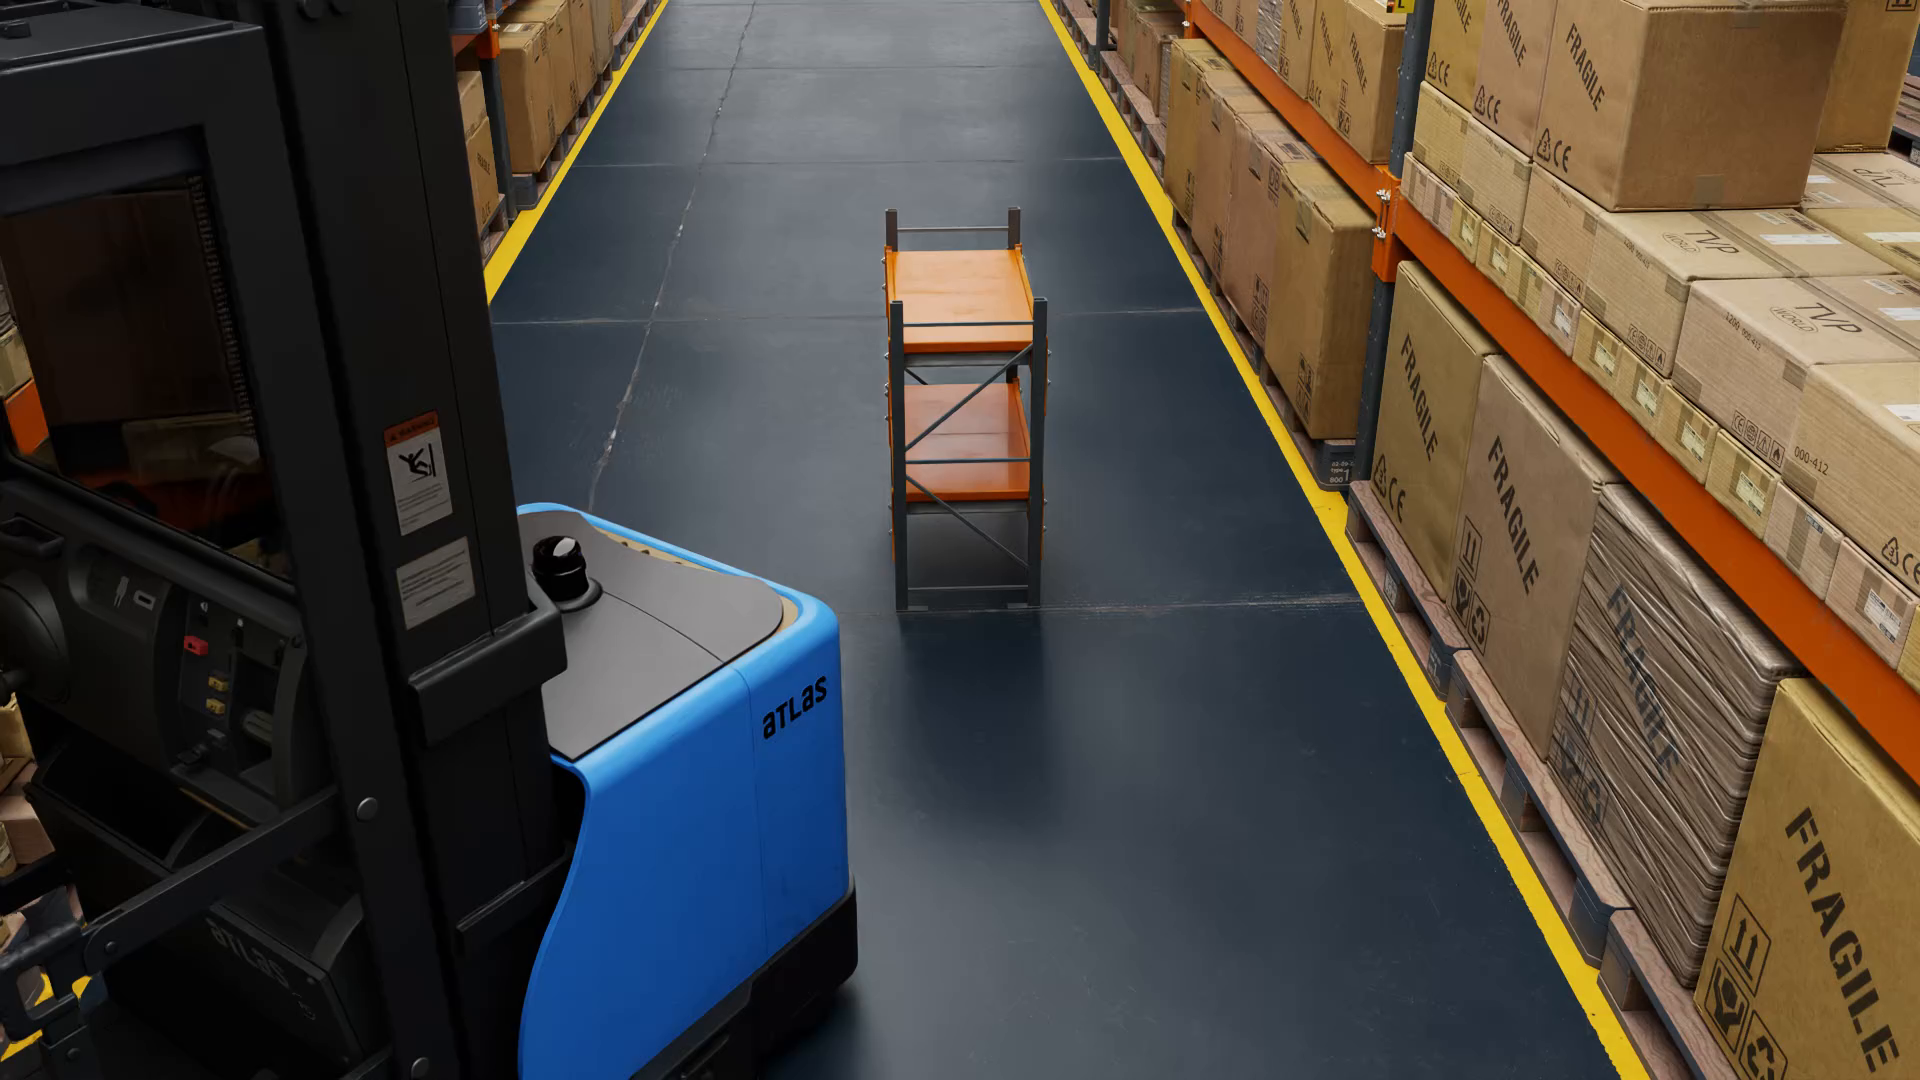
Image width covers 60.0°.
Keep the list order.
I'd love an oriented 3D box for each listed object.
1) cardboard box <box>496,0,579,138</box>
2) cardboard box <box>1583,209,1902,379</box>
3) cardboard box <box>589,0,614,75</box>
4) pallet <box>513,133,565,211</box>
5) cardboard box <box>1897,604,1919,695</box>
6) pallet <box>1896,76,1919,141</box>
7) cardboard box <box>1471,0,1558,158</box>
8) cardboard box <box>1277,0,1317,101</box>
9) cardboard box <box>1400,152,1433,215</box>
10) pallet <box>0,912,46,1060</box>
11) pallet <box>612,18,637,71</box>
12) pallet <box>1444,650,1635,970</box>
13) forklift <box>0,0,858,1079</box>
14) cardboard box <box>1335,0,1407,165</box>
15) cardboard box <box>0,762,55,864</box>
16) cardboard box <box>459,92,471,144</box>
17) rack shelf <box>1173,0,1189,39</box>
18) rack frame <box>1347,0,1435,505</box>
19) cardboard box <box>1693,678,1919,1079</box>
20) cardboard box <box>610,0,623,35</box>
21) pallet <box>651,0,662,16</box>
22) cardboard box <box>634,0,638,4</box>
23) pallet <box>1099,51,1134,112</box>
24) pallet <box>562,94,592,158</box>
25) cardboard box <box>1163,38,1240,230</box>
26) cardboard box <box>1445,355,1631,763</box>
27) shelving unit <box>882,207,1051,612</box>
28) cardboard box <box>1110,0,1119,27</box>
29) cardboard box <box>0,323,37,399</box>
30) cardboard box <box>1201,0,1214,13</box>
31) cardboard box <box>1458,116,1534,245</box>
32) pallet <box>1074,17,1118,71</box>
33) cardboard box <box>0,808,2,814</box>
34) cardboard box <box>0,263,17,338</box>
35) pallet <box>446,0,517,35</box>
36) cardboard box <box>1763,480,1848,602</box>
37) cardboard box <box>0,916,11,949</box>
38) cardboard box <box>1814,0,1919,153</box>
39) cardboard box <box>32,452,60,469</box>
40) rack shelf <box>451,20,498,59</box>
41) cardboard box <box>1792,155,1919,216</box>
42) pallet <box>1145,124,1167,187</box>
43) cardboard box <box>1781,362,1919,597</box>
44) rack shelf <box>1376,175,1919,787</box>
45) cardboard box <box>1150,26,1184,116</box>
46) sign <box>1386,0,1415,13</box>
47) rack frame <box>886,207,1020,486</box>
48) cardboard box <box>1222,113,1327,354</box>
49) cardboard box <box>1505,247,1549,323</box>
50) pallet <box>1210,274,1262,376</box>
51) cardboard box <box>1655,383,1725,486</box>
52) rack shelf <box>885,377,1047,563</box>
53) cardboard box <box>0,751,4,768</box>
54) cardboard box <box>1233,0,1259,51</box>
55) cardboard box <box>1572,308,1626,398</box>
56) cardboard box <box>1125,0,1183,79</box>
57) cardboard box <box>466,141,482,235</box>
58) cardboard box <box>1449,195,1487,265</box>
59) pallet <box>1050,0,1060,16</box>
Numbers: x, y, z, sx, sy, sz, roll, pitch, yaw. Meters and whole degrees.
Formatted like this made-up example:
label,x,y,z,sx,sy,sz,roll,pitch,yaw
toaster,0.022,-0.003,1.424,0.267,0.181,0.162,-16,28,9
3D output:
label,x,y,z,sx,sy,sz,roll,pitch,yaw
cardboard box,-3.137,-3.105,10.938,1.050,0.750,0.750,-1,28,-2
cardboard box,1.856,-0.600,3.997,0.500,0.250,0.500,-1,28,-3
cardboard box,-3.232,-3.980,12.617,1.050,0.750,0.750,-2,28,-3
pallet,-3.112,-2.359,10.544,1.003,0.211,1.213,-1,28,-3
cardboard box,1.868,0.227,2.842,0.380,0.149,0.250,-1,28,-2
pallet,6.697,-3.106,11.977,1.003,0.211,1.213,-1,28,-3
cardboard box,1.809,-1.398,4.716,0.500,0.500,0.500,-1,28,-3
cardboard box,1.671,-2.178,7.075,0.500,0.500,0.500,-2,28,-3
cardboard box,1.705,-1.199,5.577,0.380,0.149,0.250,-1,28,-3
pallet,-2.739,1.291,3.547,1.003,0.211,1.213,-1,28,-3
pallet,-3.316,-4.193,14.061,1.003,0.211,1.213,-1,28,-3
pallet,2.050,0.699,4.681,1.003,0.211,1.213,-1,28,-3
forklift,-1.511,0.223,2.654,1.130,2.935,3.031,18,33,31
cardboard box,1.725,-1.709,6.174,0.500,0.500,0.500,-1,28,-2
cardboard box,-2.489,0.707,4.280,0.380,0.149,0.250,-3,28,-5
cardboard box,-2.811,-2.097,8.465,0.500,0.250,0.500,-1,28,-2
rack shelf,1.708,-3.907,11.275,1.077,0.370,4.000,-1,28,-3
rack frame,2.022,-1.455,5.796,1.000,3.000,0.127,-1,28,-3
cardboard box,2.117,0.855,3.211,0.875,0.875,0.875,-1,28,-3
cardboard box,-3.317,-4.612,13.693,0.875,0.875,0.875,-1,28,-2
pallet,-3.443,-5.320,16.221,1.003,0.211,1.213,-1,28,-3
cardboard box,-3.414,-5.450,15.299,0.875,0.875,0.875,-2,28,-3
pallet,1.646,-3.553,12.835,1.003,0.211,1.213,-1,28,-3
pallet,-3.172,-2.921,11.621,1.003,0.211,1.213,-1,28,-3
cardboard box,1.828,-2.227,9.120,1.225,0.875,0.875,-3,28,-5
cardboard box,2.023,0.023,4.805,0.875,0.875,0.875,-1,28,-3
shelving unit,0.000,-0.496,5.984,0.538,1.125,1.048,-1,28,-3
cardboard box,1.586,-4.677,14.223,0.500,0.500,0.500,7,28,14
cardboard box,-2.535,-0.424,4.091,0.380,0.149,0.250,-1,28,-2
cardboard box,1.567,-3.115,8.871,0.500,0.500,0.500,-1,28,-1
cardboard box,1.806,-1.067,4.893,0.500,0.250,0.500,-2,28,-3
pallet,1.534,-4.222,14.117,1.003,0.211,1.213,-1,28,-3
cardboard box,-2.572,0.683,4.003,0.380,0.149,0.250,-3,28,-5
cardboard box,-2.574,-0.633,3.790,0.500,0.500,0.500,-2,28,-4
pallet,-3.002,-2.817,8.616,1.213,0.211,1.003,-1,28,-3
cardboard box,1.844,-0.005,3.287,0.380,0.149,0.250,-1,28,-2
cardboard box,-2.455,0.940,3.834,0.380,0.149,0.250,-1,28,-2
cardboard box,2.335,-1.415,4.750,0.500,0.500,0.500,-1,28,-2
cardboard box,-3.108,-0.159,5.297,0.380,0.149,0.250,-2,28,-3
rack shelf,-3.041,-1.986,7.593,1.077,0.370,4.000,-1,28,-3
cardboard box,2.363,-0.848,4.473,0.500,0.250,0.500,-1,28,-2
pallet,1.774,-2.427,10.674,1.003,0.211,1.213,-1,28,-3
cardboard box,1.914,-0.125,3.086,0.500,0.250,0.500,-2,28,-4
rack shelf,2.126,-0.212,4.191,1.077,0.370,4.000,-1,28,-3
cardboard box,1.680,-3.215,11.398,0.700,0.500,0.500,1,28,2
sign,1.480,-1.915,5.513,0.100,0.325,0.005,-1,28,-3
rack frame,-0.026,-0.730,6.434,0.500,1.125,0.032,-1,28,-3
cardboard box,1.921,-1.407,7.547,1.225,0.875,0.875,-2,28,-4
cardboard box,1.762,-0.716,4.651,0.380,0.149,0.250,-2,28,-3
pallet,1.839,-1.138,8.203,1.003,0.211,1.213,-1,28,-3
cardboard box,1.814,-0.244,3.746,0.380,0.149,0.250,-1,28,-2
rack shelf,0.000,-0.279,6.097,0.538,0.278,1.000,-1,28,-3
cardboard box,-2.536,0.545,3.947,0.380,0.149,0.250,0,28,-1
cardboard box,1.626,-2.641,7.961,0.500,0.500,0.500,-2,28,-4
cardboard box,1.788,-0.479,4.196,0.380,0.149,0.250,-2,28,-4
cardboard box,1.621,-3.731,12.388,0.700,0.500,0.500,-2,28,-3
cardboard box,-2.827,-1.769,8.648,0.500,0.500,0.500,0,28,-1
cardboard box,1.733,-0.956,5.111,0.380,0.149,0.250,-1,28,-1
pallet,1.406,-5.349,16.278,1.003,0.211,1.213,-1,28,-3
